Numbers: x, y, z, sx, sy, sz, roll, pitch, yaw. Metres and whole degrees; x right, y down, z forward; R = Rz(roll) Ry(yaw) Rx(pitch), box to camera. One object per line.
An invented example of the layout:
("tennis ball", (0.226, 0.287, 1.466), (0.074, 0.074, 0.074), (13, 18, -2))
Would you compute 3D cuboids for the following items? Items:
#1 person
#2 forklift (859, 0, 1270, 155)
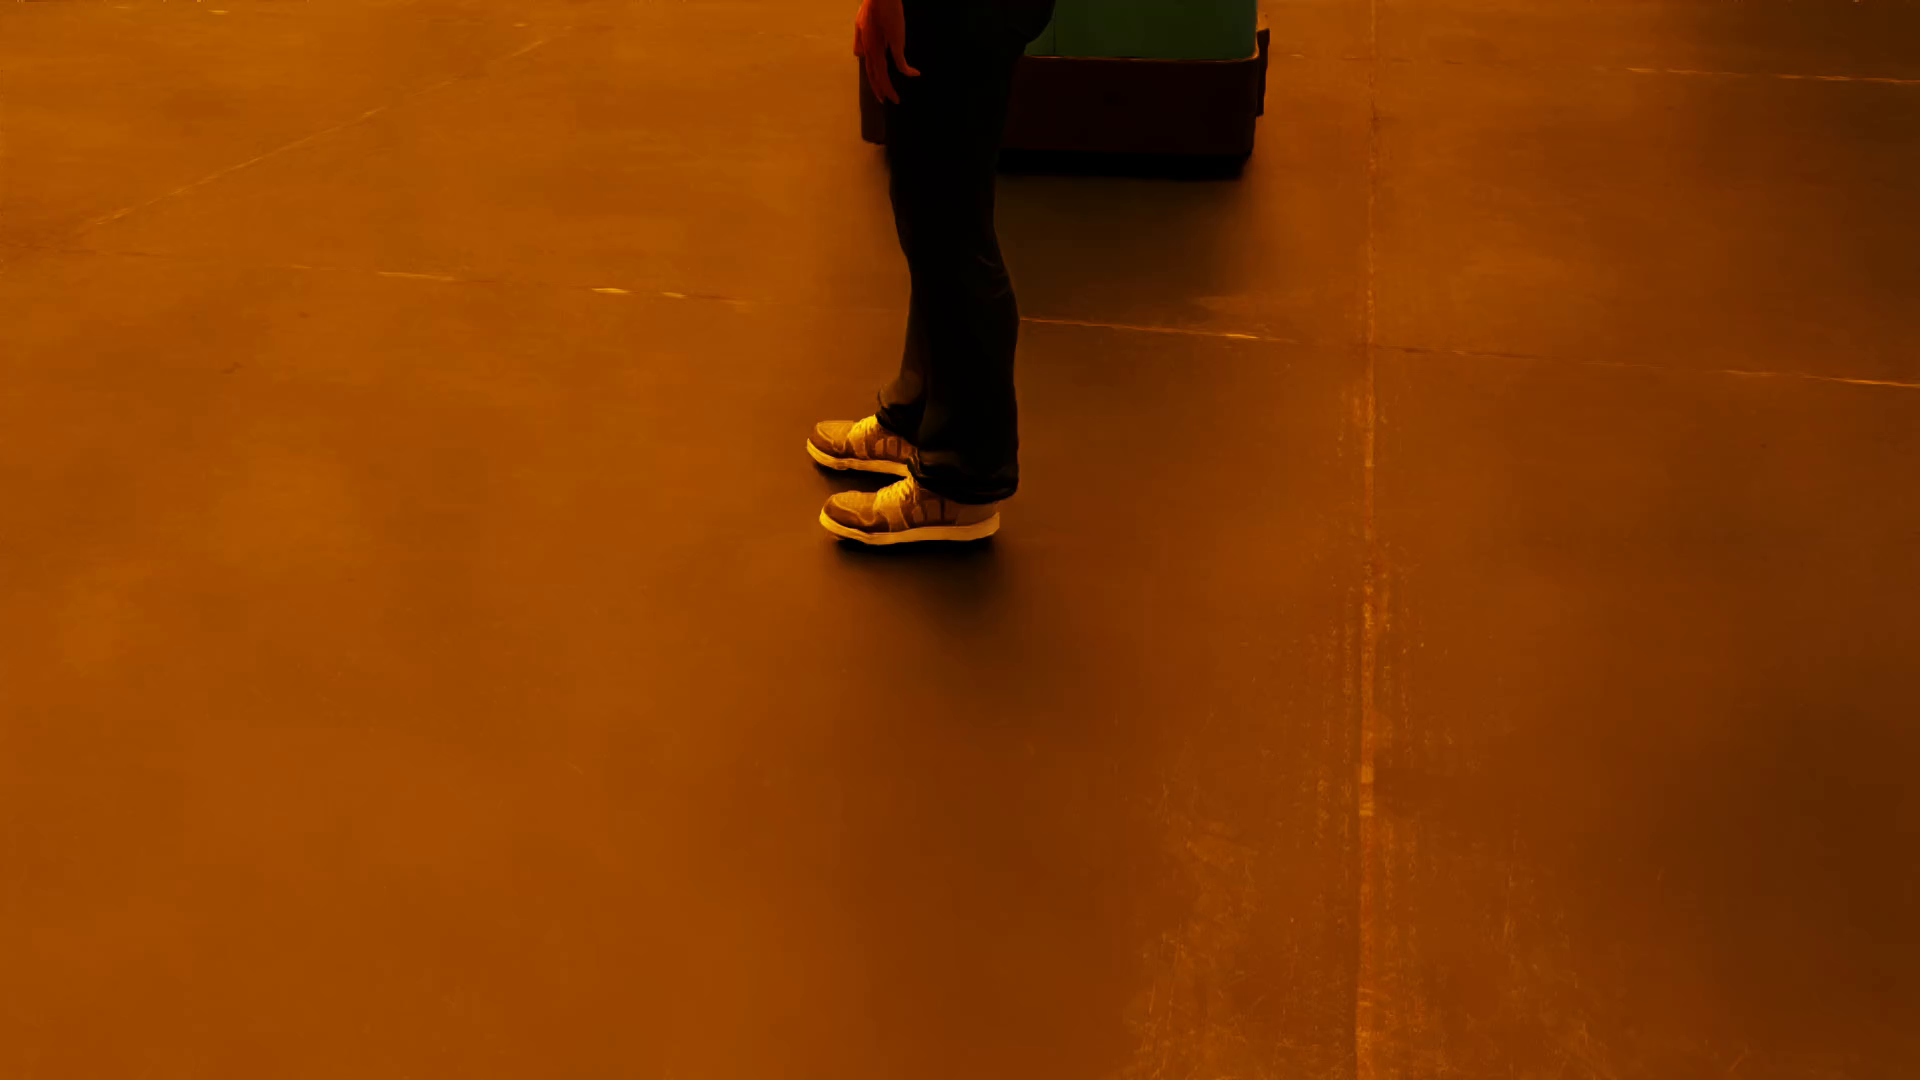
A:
("person", (-0.069, -0.726, 2.167), (0.474, 1.583, 0.520), (6, 27, 11))
("forklift", (0.433, -2.944, 5.081), (1.130, 2.935, 3.031), (3, 27, 6))
